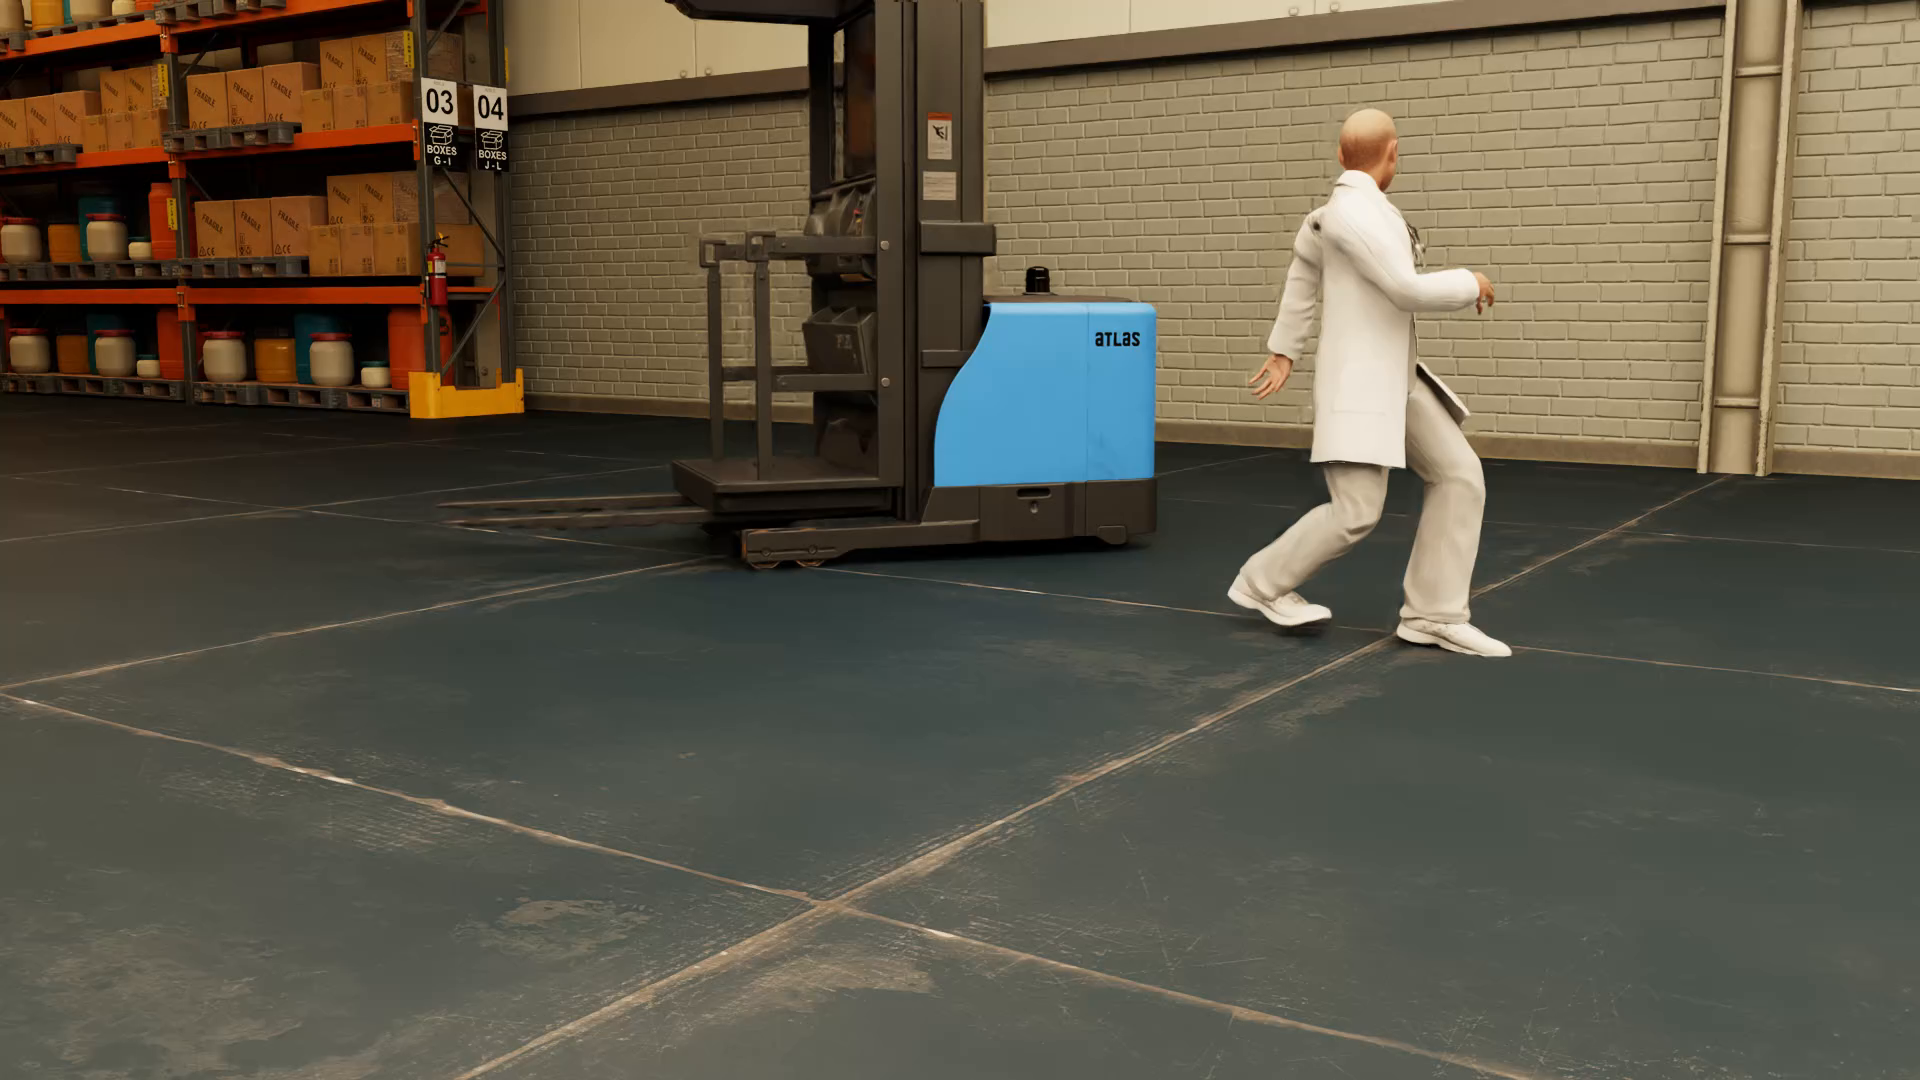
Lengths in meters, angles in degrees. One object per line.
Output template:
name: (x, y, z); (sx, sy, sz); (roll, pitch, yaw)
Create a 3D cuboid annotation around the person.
person: (1.312, -0.504, 5.294); (0.973, 1.694, 0.619); (5, 9, 31)

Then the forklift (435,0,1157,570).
forklift: (-0.703, -1.412, 7.119); (3.031, 2.935, 1.130); (-3, 9, -19)
